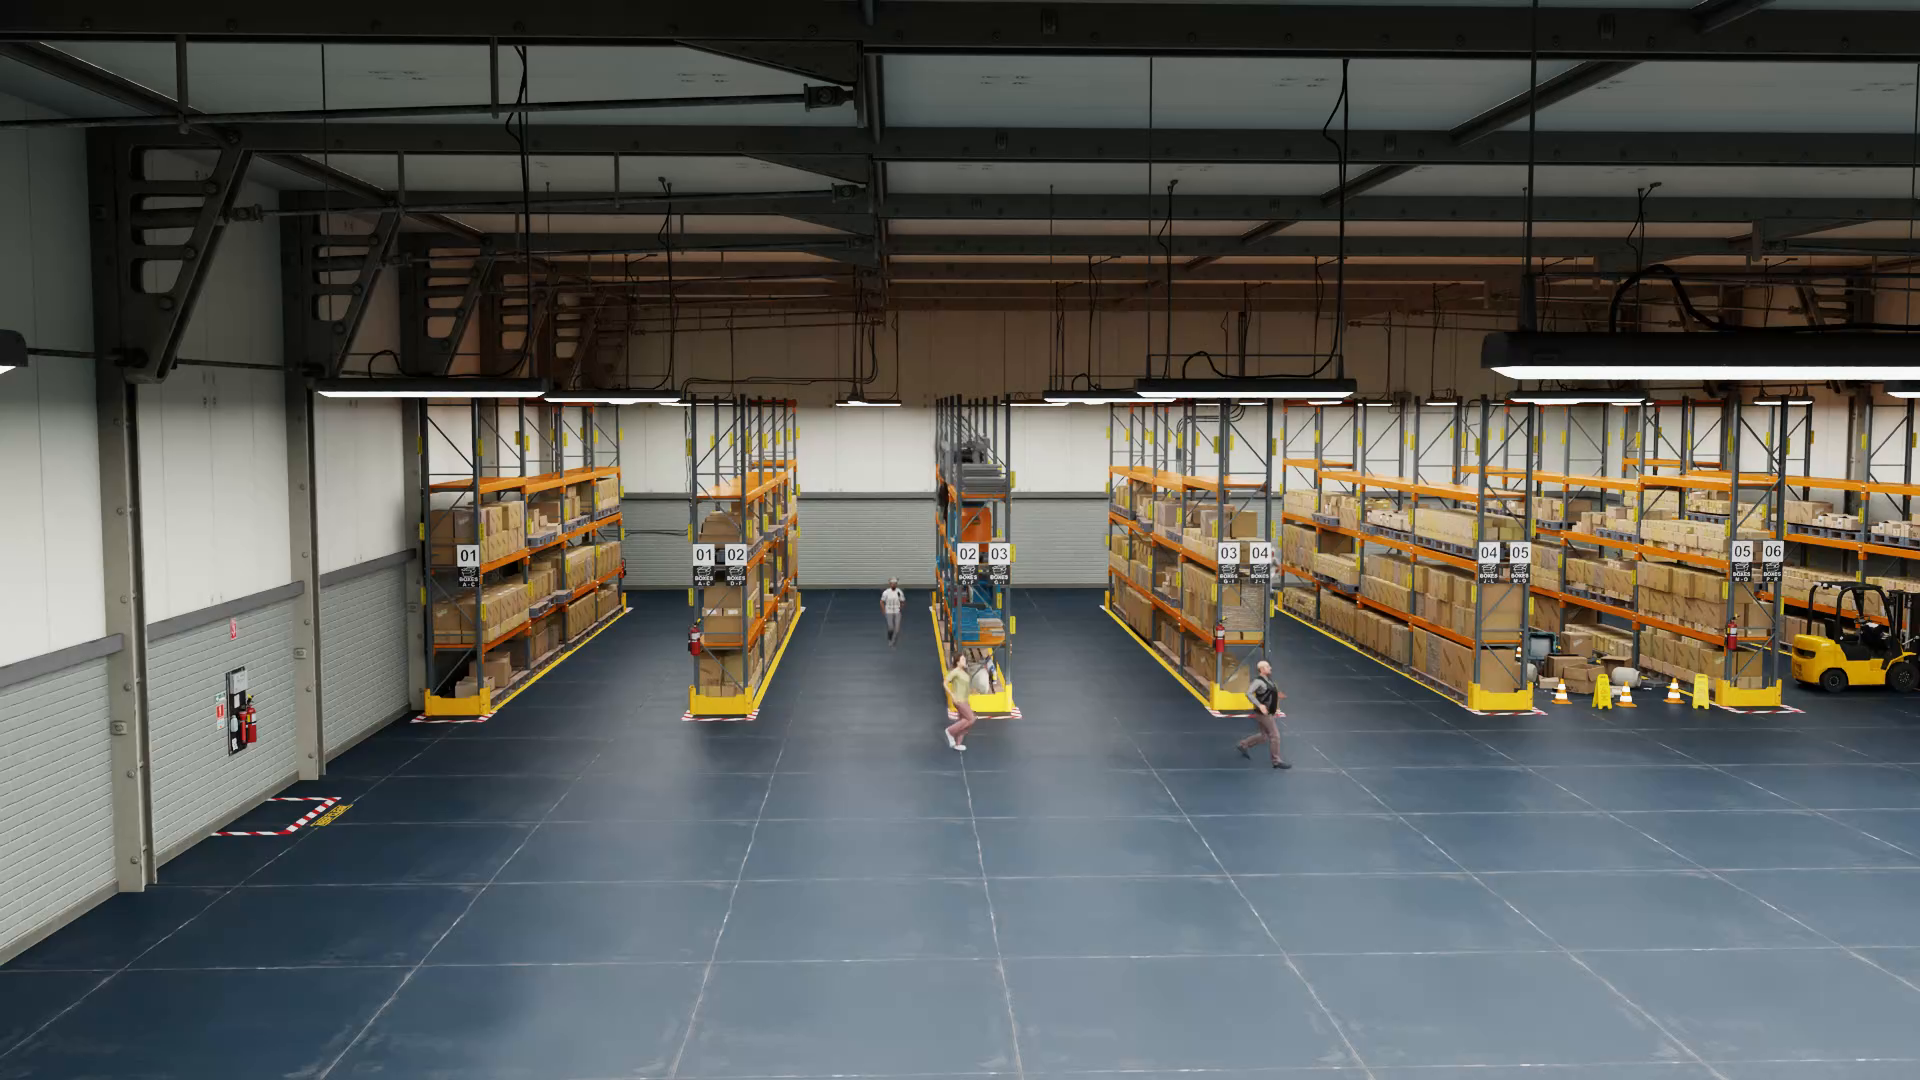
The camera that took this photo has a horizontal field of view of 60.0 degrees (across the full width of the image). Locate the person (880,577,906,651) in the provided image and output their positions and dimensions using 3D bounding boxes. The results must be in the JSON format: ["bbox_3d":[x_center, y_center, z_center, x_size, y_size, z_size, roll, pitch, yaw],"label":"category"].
[{"bbox_3d":[-1.506,1.659,37.469,0.558,1.668,0.505,-1,5,-9],"label":"person"}]

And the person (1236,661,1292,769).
[{"bbox_3d":[4.861,2.775,26.518,0.900,1.699,0.666,2,5,24],"label":"person"}]

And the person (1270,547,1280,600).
[{"bbox_3d":[9.195,1.045,48.848,0.582,1.688,0.757,-1,5,-15],"label":"person"}]

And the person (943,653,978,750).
[{"bbox_3d":[0.035,2.713,27.923,0.537,1.630,0.573,2,5,21],"label":"person"}]
